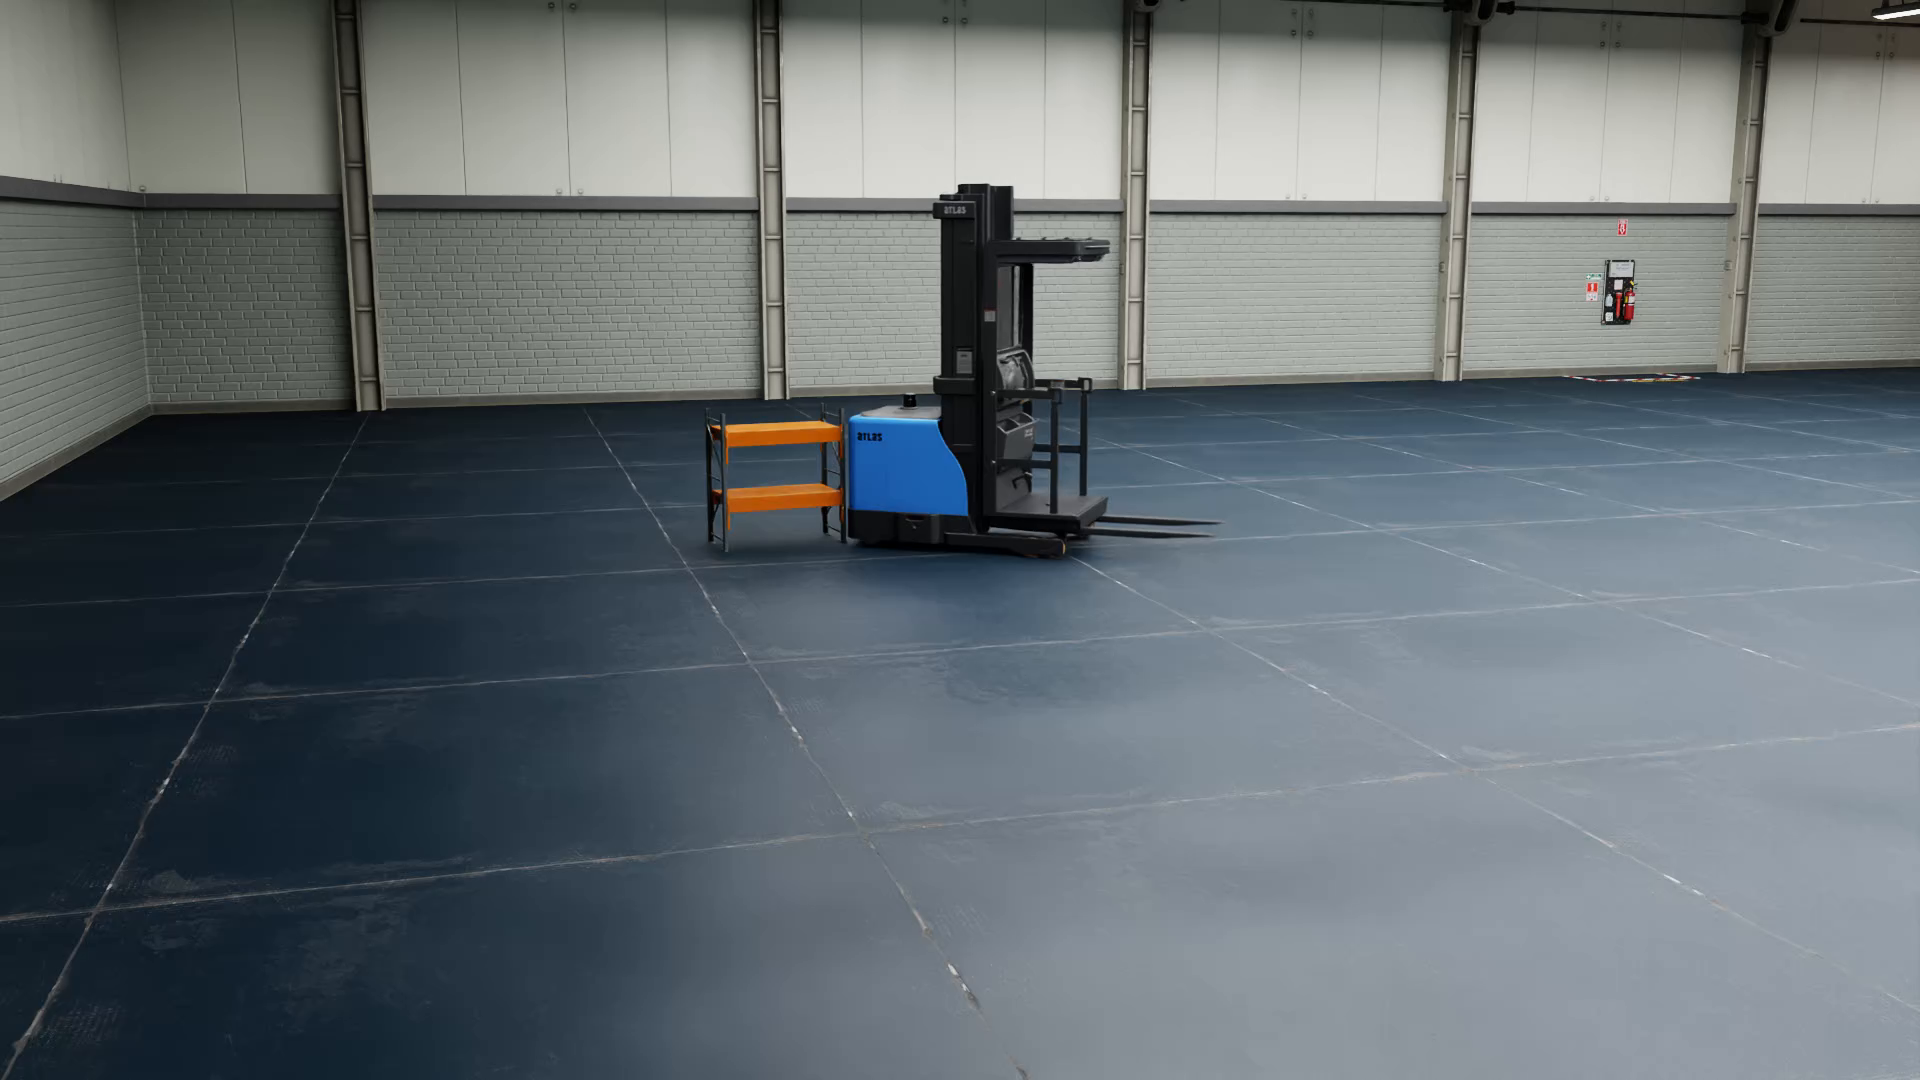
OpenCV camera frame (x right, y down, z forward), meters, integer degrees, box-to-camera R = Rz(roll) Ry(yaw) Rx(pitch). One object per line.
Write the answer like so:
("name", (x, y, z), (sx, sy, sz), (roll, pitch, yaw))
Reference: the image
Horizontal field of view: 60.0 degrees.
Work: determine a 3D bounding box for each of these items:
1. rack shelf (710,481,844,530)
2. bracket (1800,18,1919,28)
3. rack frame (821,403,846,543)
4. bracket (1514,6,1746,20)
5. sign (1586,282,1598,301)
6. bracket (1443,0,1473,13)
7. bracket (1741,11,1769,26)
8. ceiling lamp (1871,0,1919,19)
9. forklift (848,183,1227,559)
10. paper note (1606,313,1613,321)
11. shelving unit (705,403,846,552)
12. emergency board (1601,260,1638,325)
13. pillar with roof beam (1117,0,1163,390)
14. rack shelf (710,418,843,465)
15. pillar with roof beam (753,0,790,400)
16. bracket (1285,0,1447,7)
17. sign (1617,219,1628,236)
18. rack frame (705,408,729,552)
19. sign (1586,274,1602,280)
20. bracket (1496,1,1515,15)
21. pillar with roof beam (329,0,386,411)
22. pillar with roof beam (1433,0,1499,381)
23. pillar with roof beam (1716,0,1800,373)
("rack shelf", (-1.533, -0.294, 13.889), (1.000, 0.278, 0.538), (-5, 11, -24))
("bracket", (17.355, -9.418, 30.410), (4.783, 0.066, 0.076), (-3, 11, -16))
("rack frame", (-1.070, -0.573, 14.051), (0.032, 1.125, 0.500), (-5, 11, -24))
("bracket", (11.594, -9.115, 28.761), (4.783, 0.066, 0.076), (-3, 11, -16))
("sign", (11.440, -4.497, 30.091), (0.234, 0.329, 0.001), (-3, 11, -16))
("bracket", (8.323, -8.942, 27.824), (0.430, 0.232, 0.235), (-3, 11, -16))
("bracket", (14.084, -9.246, 29.474), (0.430, 0.232, 0.235), (-3, 11, -16))
("ceiling lamp", (14.353, -9.492, 24.631), (0.800, 3.185, 2.000), (-3, 11, -16))
("forklift", (0.644, -1.395, 13.530), (3.031, 2.935, 1.130), (3, 11, 17))
("paper note", (11.811, -4.059, 30.245), (0.142, 0.148, 0.016), (-3, 11, -16))
("shelving unit", (-1.533, -0.535, 13.845), (1.048, 1.125, 0.538), (-5, 11, -24))
("emergency board", (12.000, -4.490, 30.149), (0.643, 1.169, 0.194), (-3, 11, -16))
("pillar with roof beam", (4.065, -6.203, 22.885), (0.548, 9.000, 9.100), (-3, 11, -16))
("rack shelf", (-1.533, -0.823, 13.792), (1.000, 0.278, 0.538), (-5, 11, -24))
("pillar with roof beam", (-1.696, -5.899, 21.236), (0.400, 9.000, 9.100), (-3, 11, -16))
("bracket", (5.833, -8.811, 27.111), (4.783, 0.066, 0.076), (-3, 11, -16))
("sign", (11.964, -5.647, 30.031), (0.199, 0.298, 0.001), (-3, 11, -16))
("rack frame", (-1.997, -0.497, 13.639), (0.032, 1.125, 0.500), (-5, 11, -24))
("sign", (11.447, -4.756, 30.036), (0.331, 0.109, 0.001), (-3, 11, -16))
("bracket", (9.120, -8.984, 28.052), (0.430, 0.232, 0.235), (-3, 11, -16))
("pillar with roof beam", (-7.457, -5.596, 19.586), (0.400, 9.000, 9.100), (-3, 11, -16))
("pillar with roof beam", (9.826, -6.506, 24.534), (0.548, 9.000, 9.100), (-3, 11, -16))
("pillar with roof beam", (15.586, -6.810, 26.184), (0.548, 9.000, 9.100), (-3, 11, -16))
